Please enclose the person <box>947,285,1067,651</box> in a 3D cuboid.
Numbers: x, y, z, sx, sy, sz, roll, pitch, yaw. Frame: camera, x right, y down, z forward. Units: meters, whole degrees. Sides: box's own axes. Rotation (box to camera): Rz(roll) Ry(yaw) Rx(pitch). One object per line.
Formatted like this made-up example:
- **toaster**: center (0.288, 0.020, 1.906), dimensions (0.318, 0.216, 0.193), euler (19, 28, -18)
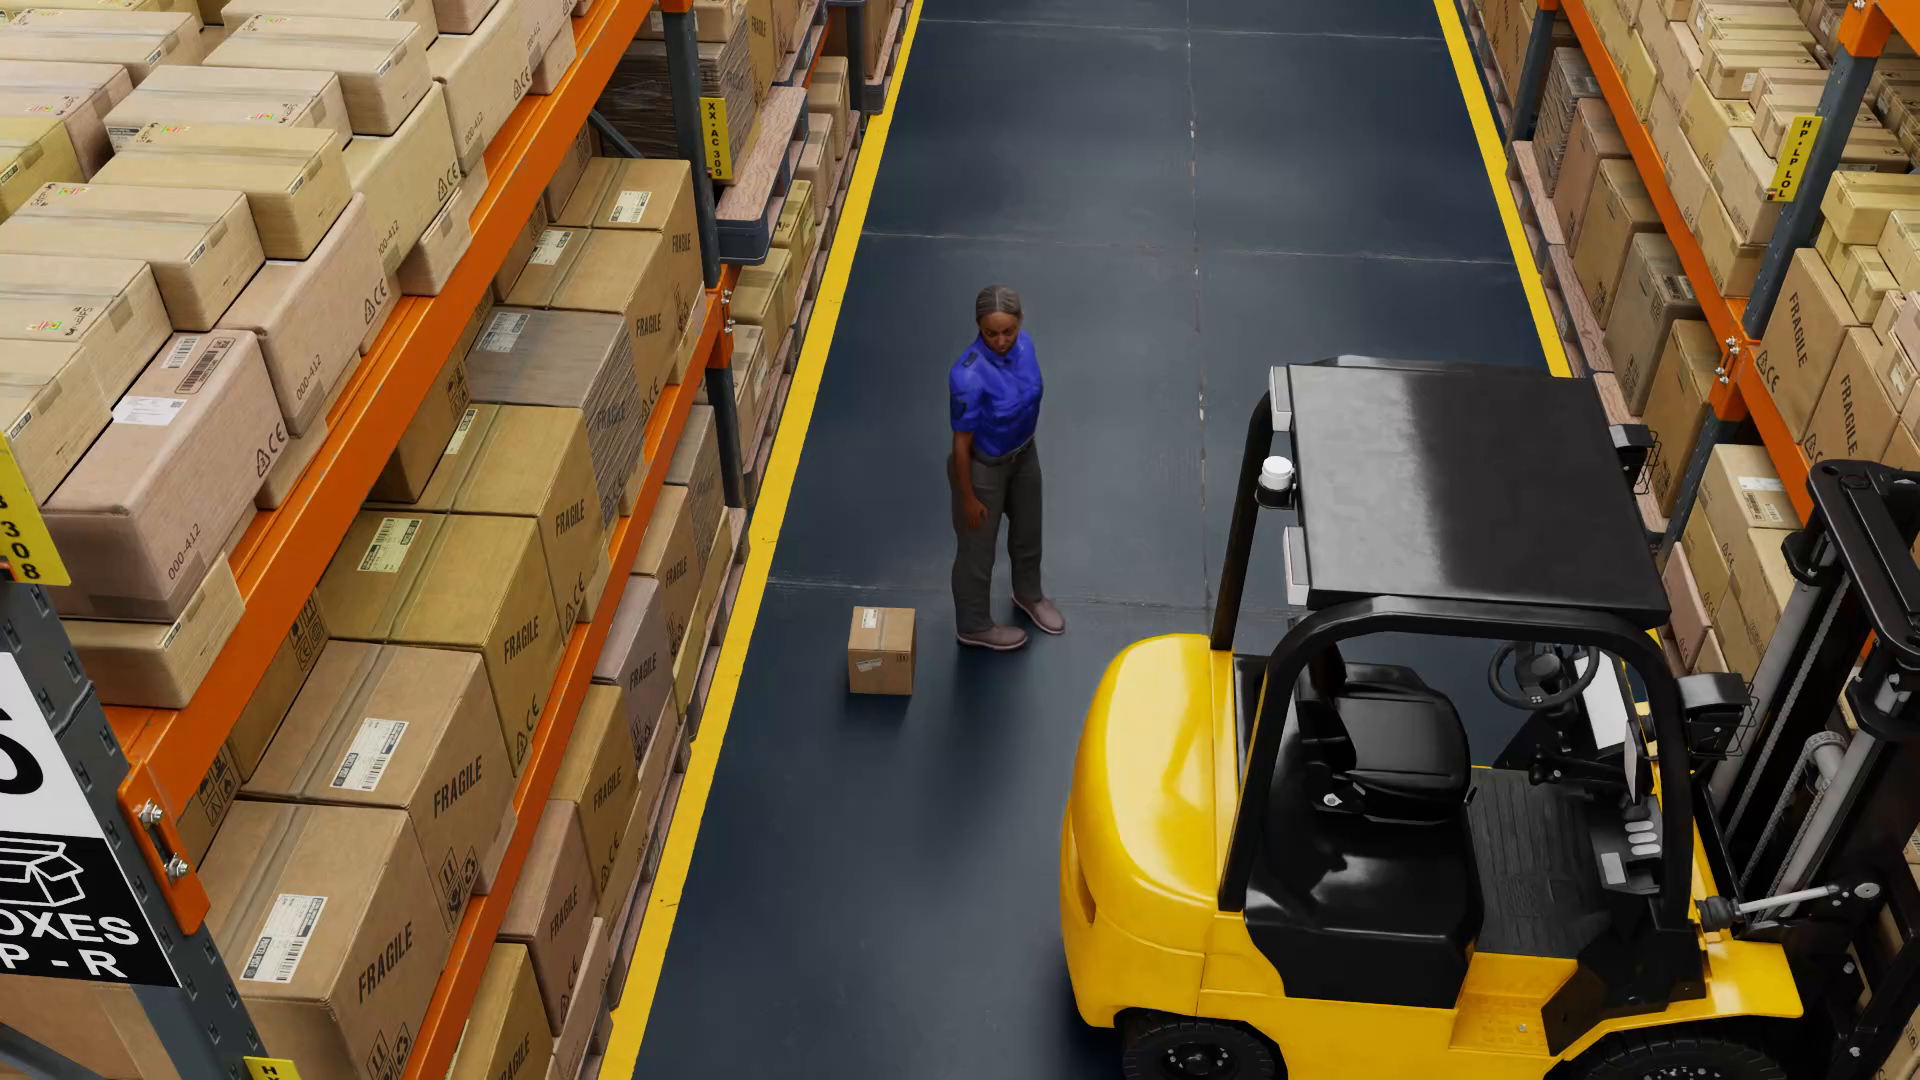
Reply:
- **person**: center (0.179, -0.253, 6.455), dimensions (0.413, 1.678, 0.496), euler (30, 49, 31)
